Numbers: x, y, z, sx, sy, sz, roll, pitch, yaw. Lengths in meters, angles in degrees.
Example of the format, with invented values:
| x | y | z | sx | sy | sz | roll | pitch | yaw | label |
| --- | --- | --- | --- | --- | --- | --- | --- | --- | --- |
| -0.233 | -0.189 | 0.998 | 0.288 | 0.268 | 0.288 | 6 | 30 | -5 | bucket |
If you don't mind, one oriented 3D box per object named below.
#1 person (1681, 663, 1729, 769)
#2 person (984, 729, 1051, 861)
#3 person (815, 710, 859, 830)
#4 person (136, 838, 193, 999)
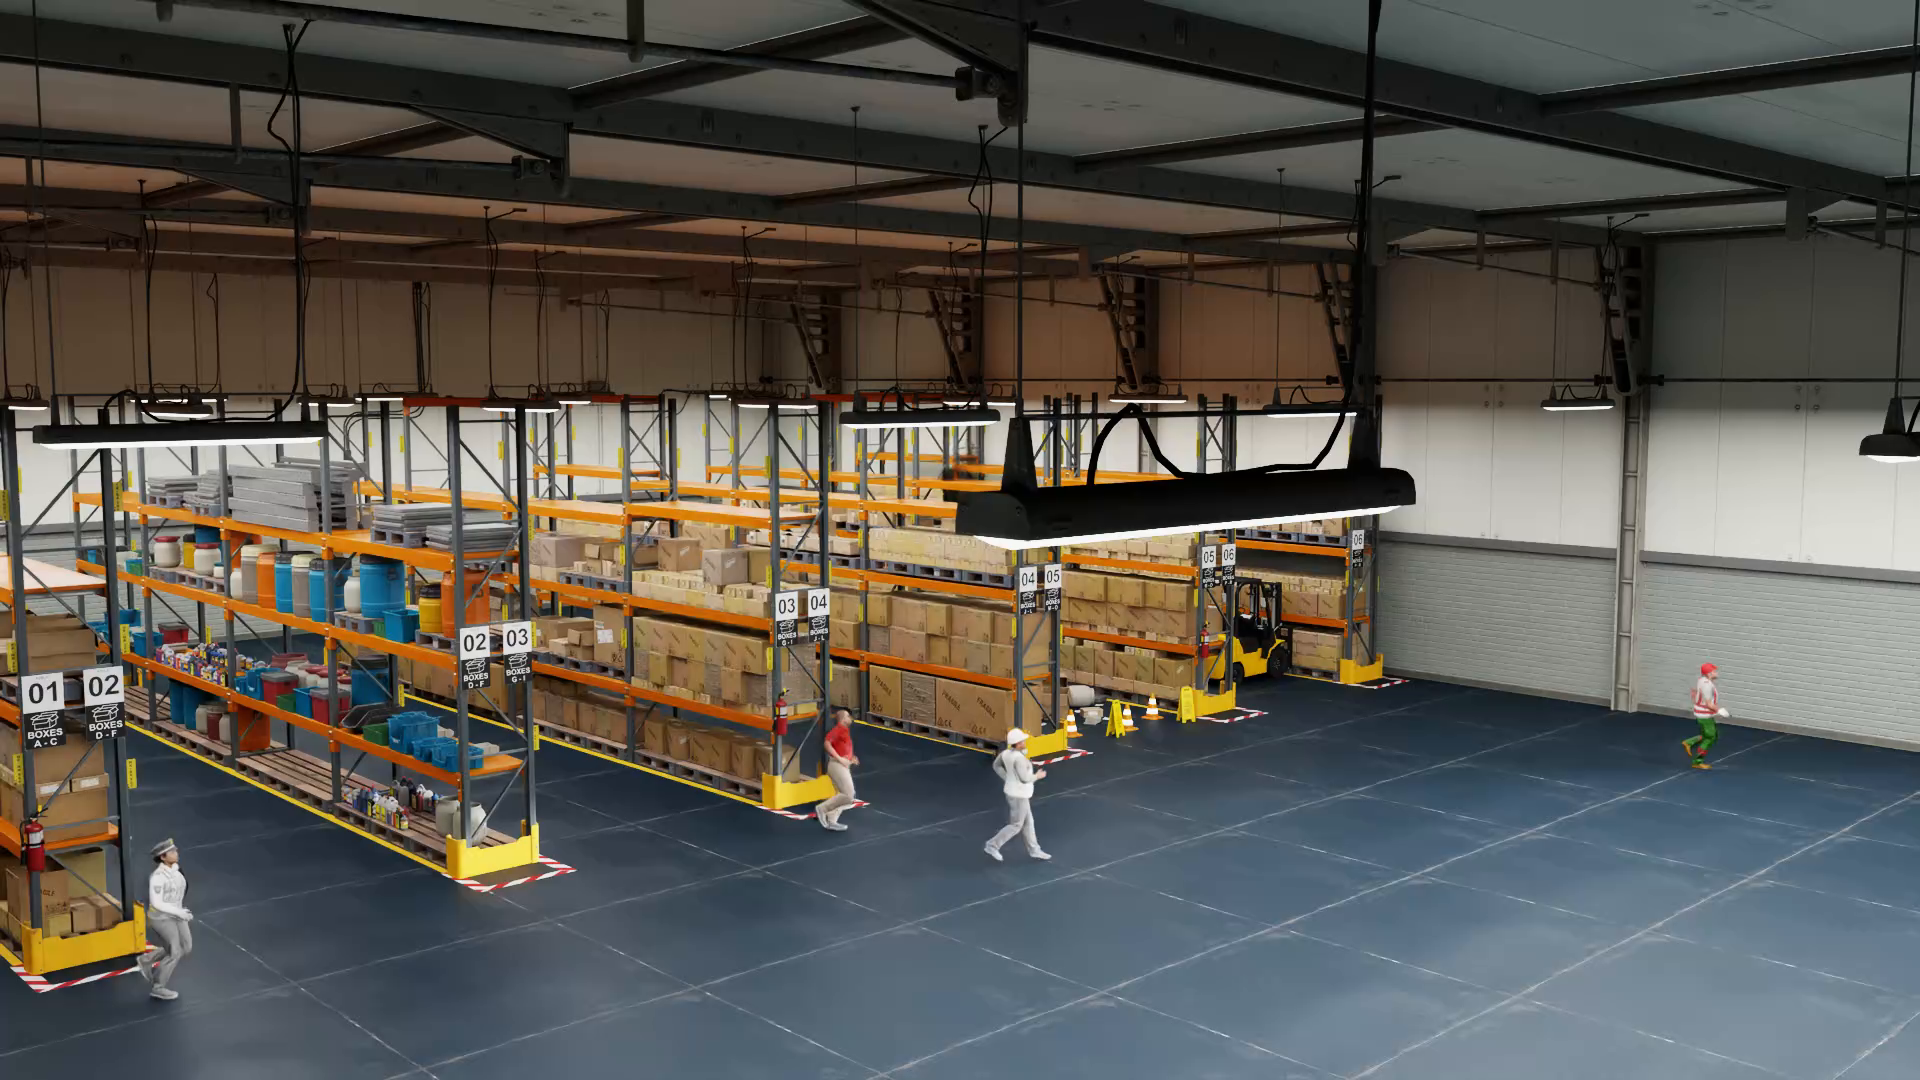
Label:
| x | y | z | sx | sy | sz | roll | pitch | yaw | label |
| --- | --- | --- | --- | --- | --- | --- | --- | --- | --- |
| 12.116 | 2.854 | 27.036 | 0.668 | 1.741 | 0.677 | 1 | 6 | 14 | person |
| 0.755 | 3.331 | 21.651 | 0.950 | 1.776 | 0.657 | -1 | 6 | -15 | person |
| -1.730 | 3.239 | 23.567 | 0.596 | 1.639 | 0.735 | 0 | 6 | 2 | person |
| -8.157 | 3.868 | 17.085 | 0.622 | 1.662 | 0.645 | 0 | 6 | -4 | person |
